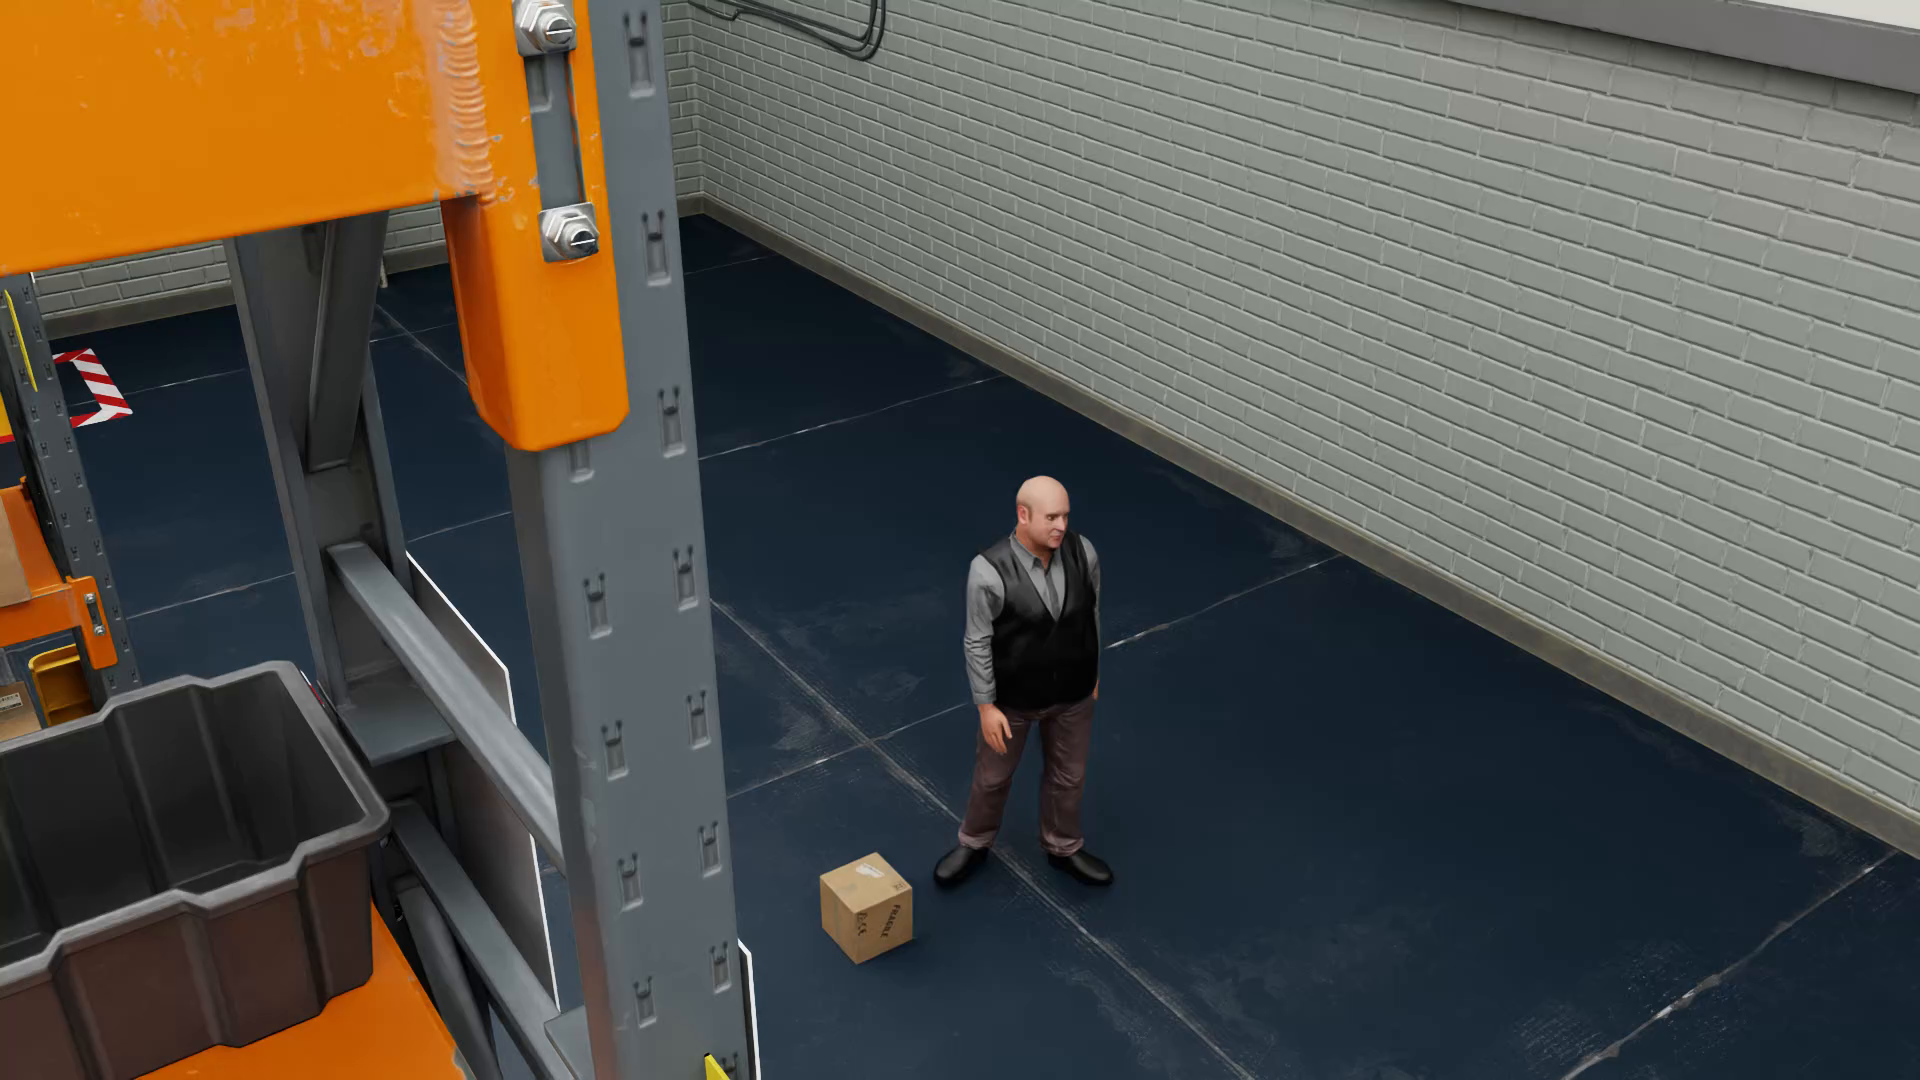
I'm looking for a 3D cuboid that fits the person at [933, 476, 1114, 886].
[{"bbox_3d":[0.229,0.555,6.101,0.665,1.727,0.432,-10,30,-18],"label":"person"}]
